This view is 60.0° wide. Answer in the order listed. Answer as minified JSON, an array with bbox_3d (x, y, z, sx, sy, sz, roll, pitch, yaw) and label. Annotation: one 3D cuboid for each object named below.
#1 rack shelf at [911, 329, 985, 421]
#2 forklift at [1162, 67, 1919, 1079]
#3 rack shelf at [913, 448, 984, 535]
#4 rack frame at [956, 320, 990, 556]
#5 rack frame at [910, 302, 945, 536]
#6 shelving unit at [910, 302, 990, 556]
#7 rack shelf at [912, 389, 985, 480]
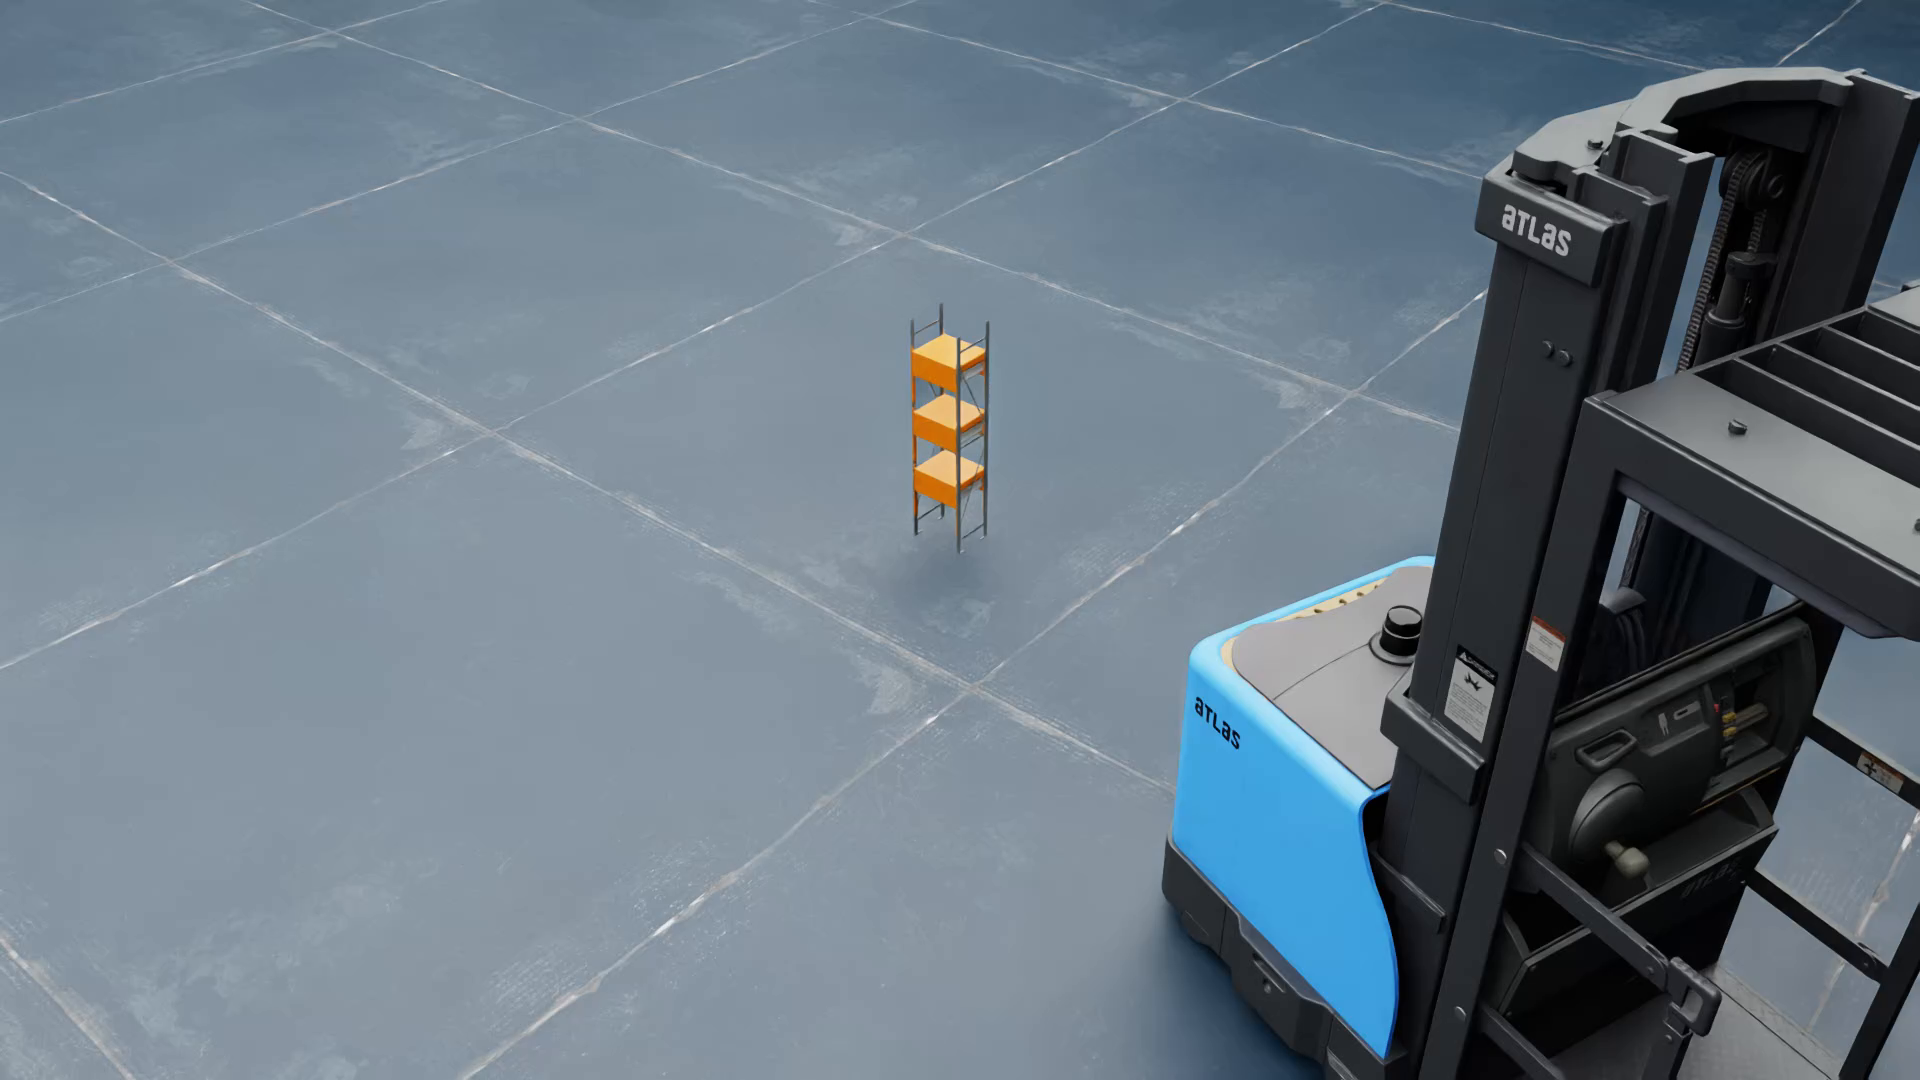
[{"bbox_3d":[-0.041,-0.677,6.826,0.240,0.259,0.215,25,42,32],"label":"rack shelf"},{"bbox_3d":[1.844,0.562,3.842,1.130,2.935,3.031,-18,39,-25],"label":"forklift"},{"bbox_3d":[-0.041,-0.214,7.144,0.240,0.259,0.215,25,42,32],"label":"rack shelf"},{"bbox_3d":[0.053,-0.408,6.917,0.008,1.050,0.200,25,42,32],"label":"rack frame"},{"bbox_3d":[-0.135,-0.496,7.045,0.008,1.050,0.200,25,42,32],"label":"rack frame"},{"bbox_3d":[-0.041,-0.452,6.981,0.252,1.050,0.215,25,42,32],"label":"shelving unit"},{"bbox_3d":[-0.041,-0.443,6.987,0.240,0.259,0.215,25,42,32],"label":"rack shelf"}]
